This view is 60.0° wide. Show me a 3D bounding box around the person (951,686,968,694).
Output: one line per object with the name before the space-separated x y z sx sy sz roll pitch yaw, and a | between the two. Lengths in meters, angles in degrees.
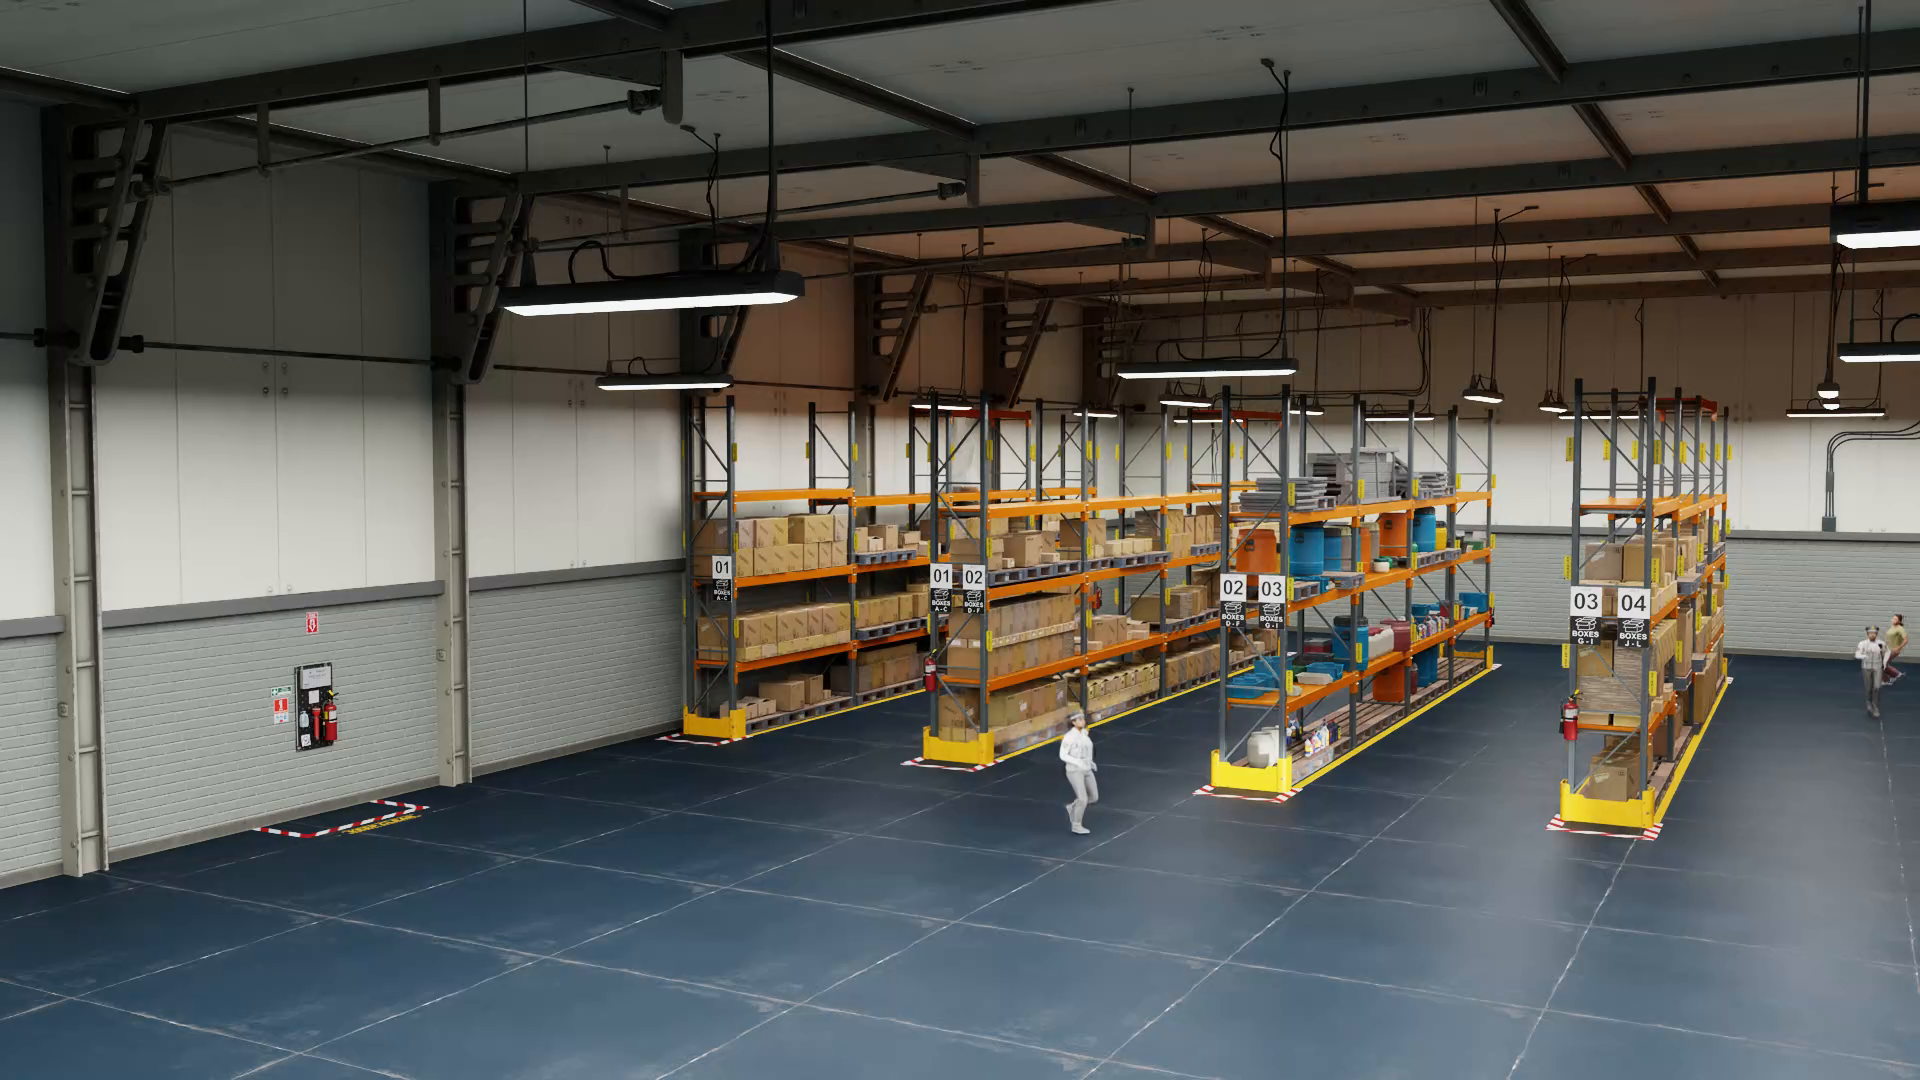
person | 0.005 2.566 31.514 0.615 1.595 0.643 1 3 18

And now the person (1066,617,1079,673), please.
person | 2.369 2.261 36.152 0.607 1.632 0.941 1 3 24

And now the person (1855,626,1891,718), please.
person | 17.376 2.498 31.669 0.594 1.753 0.753 2 3 30

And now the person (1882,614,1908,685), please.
person | 19.920 2.349 35.545 0.525 1.582 0.670 0 3 2

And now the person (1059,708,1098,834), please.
person | 1.578 3.025 21.820 0.608 1.649 0.549 -3 4 -44
